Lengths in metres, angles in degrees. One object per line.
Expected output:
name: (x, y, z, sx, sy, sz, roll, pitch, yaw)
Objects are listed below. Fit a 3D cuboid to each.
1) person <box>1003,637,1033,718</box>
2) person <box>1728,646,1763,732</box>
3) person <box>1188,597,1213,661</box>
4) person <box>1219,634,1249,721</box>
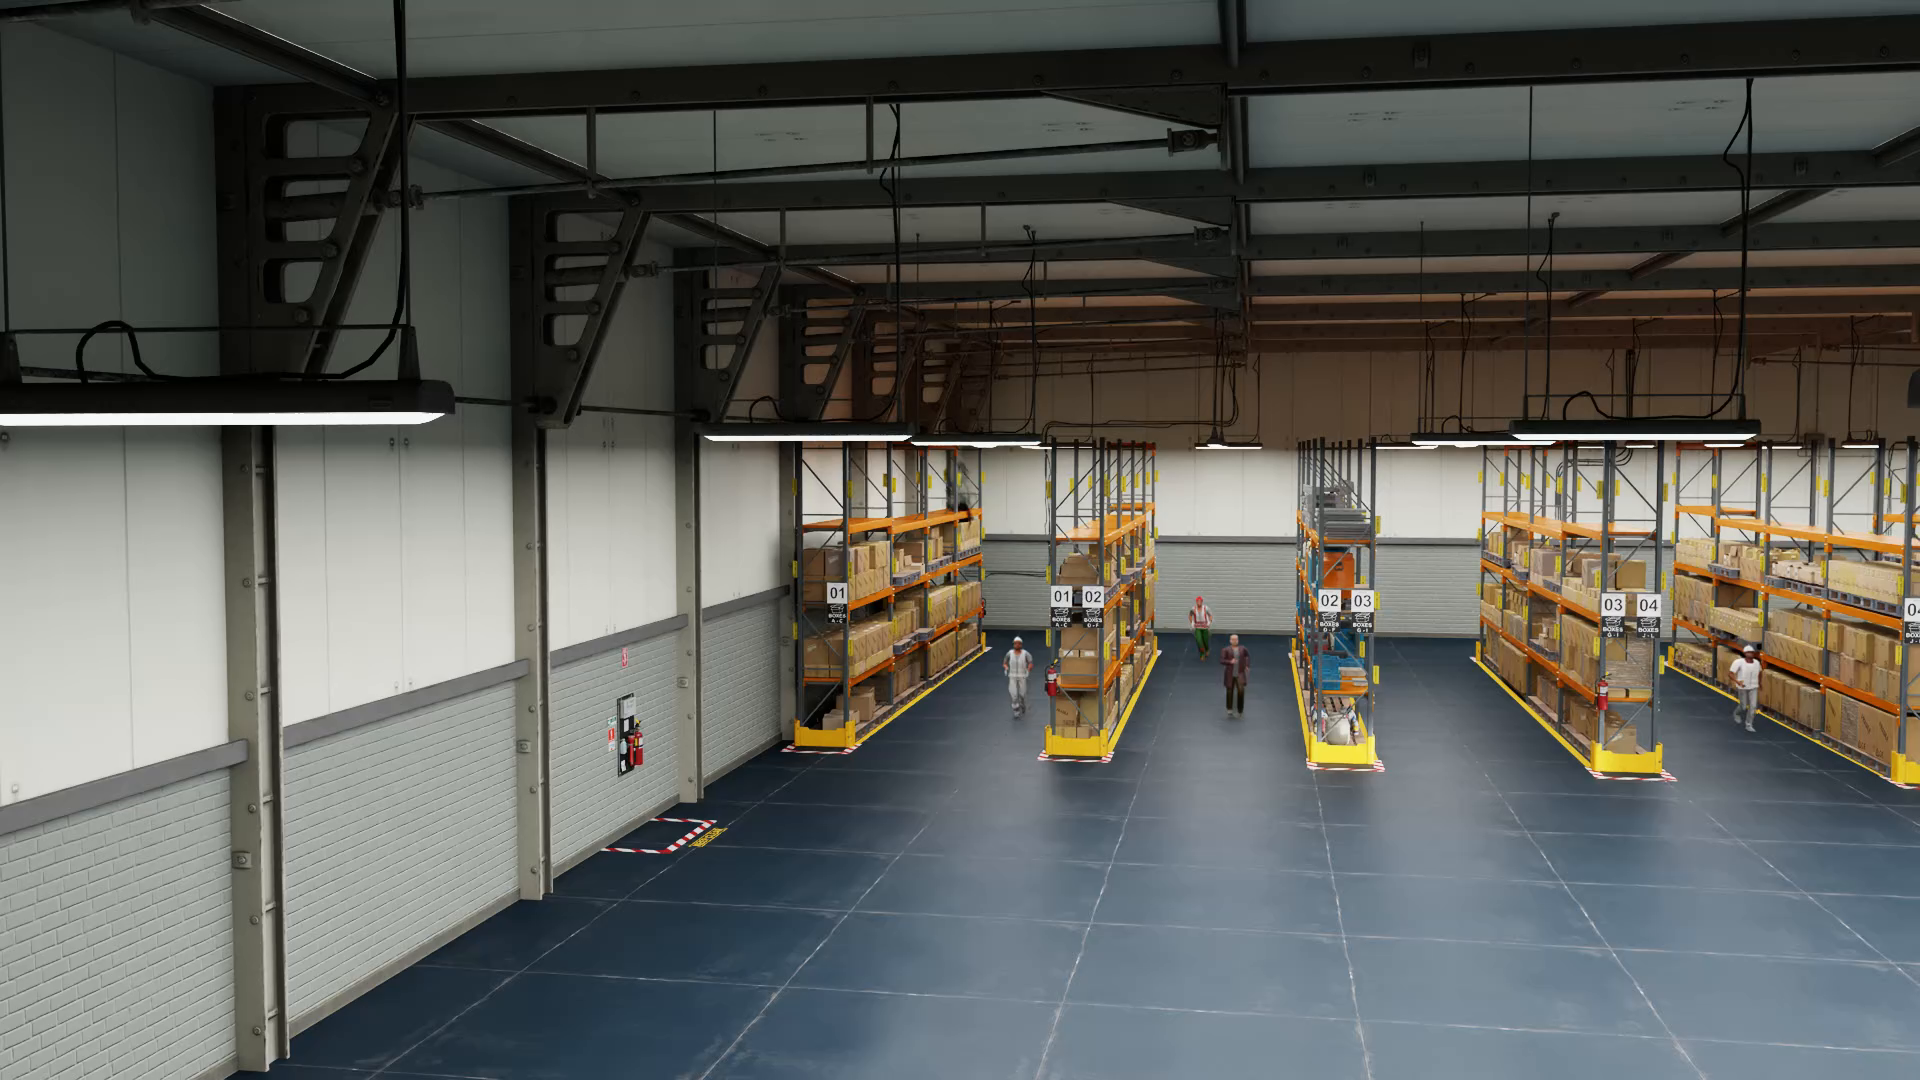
person: (1.239, 2.960, 35.745, 0.652, 1.738, 0.615, 0, 3, 7)
person: (16.204, 3.045, 34.265, 0.705, 1.747, 0.797, 0, 3, 4)
person: (6.631, 2.425, 45.829, 0.676, 1.757, 0.799, 1, 3, 18)
person: (5.901, 2.947, 35.729, 0.672, 1.850, 0.842, 0, 3, 3)
